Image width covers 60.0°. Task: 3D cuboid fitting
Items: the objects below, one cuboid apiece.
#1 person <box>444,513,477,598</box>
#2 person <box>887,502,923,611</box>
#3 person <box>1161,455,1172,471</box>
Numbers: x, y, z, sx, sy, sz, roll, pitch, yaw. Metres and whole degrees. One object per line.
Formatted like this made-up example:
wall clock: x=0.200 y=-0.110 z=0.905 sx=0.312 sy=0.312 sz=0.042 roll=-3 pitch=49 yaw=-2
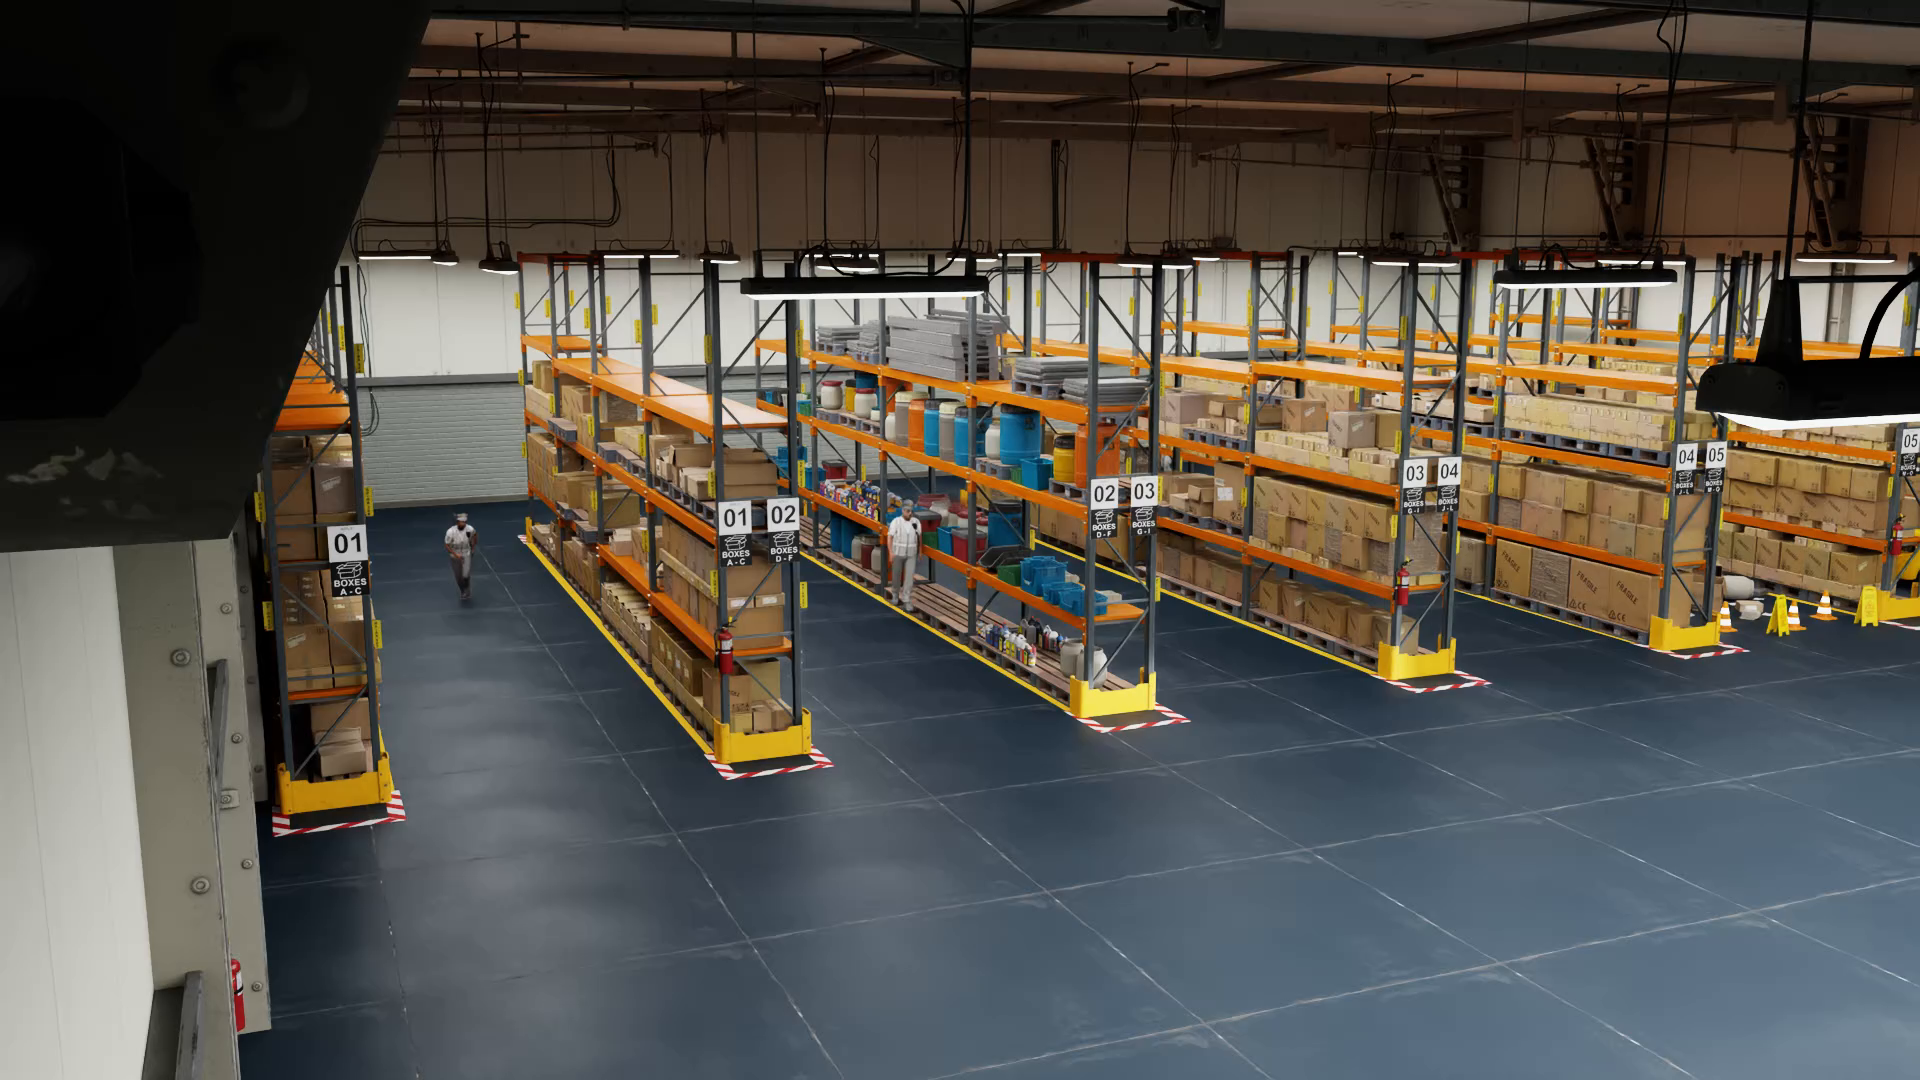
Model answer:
person: x=-8.724 y=0.278 z=29.119 sx=0.532 sy=1.591 sz=0.730 roll=-2 pitch=11 yaw=-11
person: x=-0.887 y=0.240 z=27.313 sx=0.634 sy=1.745 sz=0.845 roll=-3 pitch=11 yaw=-17
person: x=5.350 y=-2.337 z=42.869 sx=0.556 sy=1.761 sz=0.868 roll=7 pitch=13 yaw=35
